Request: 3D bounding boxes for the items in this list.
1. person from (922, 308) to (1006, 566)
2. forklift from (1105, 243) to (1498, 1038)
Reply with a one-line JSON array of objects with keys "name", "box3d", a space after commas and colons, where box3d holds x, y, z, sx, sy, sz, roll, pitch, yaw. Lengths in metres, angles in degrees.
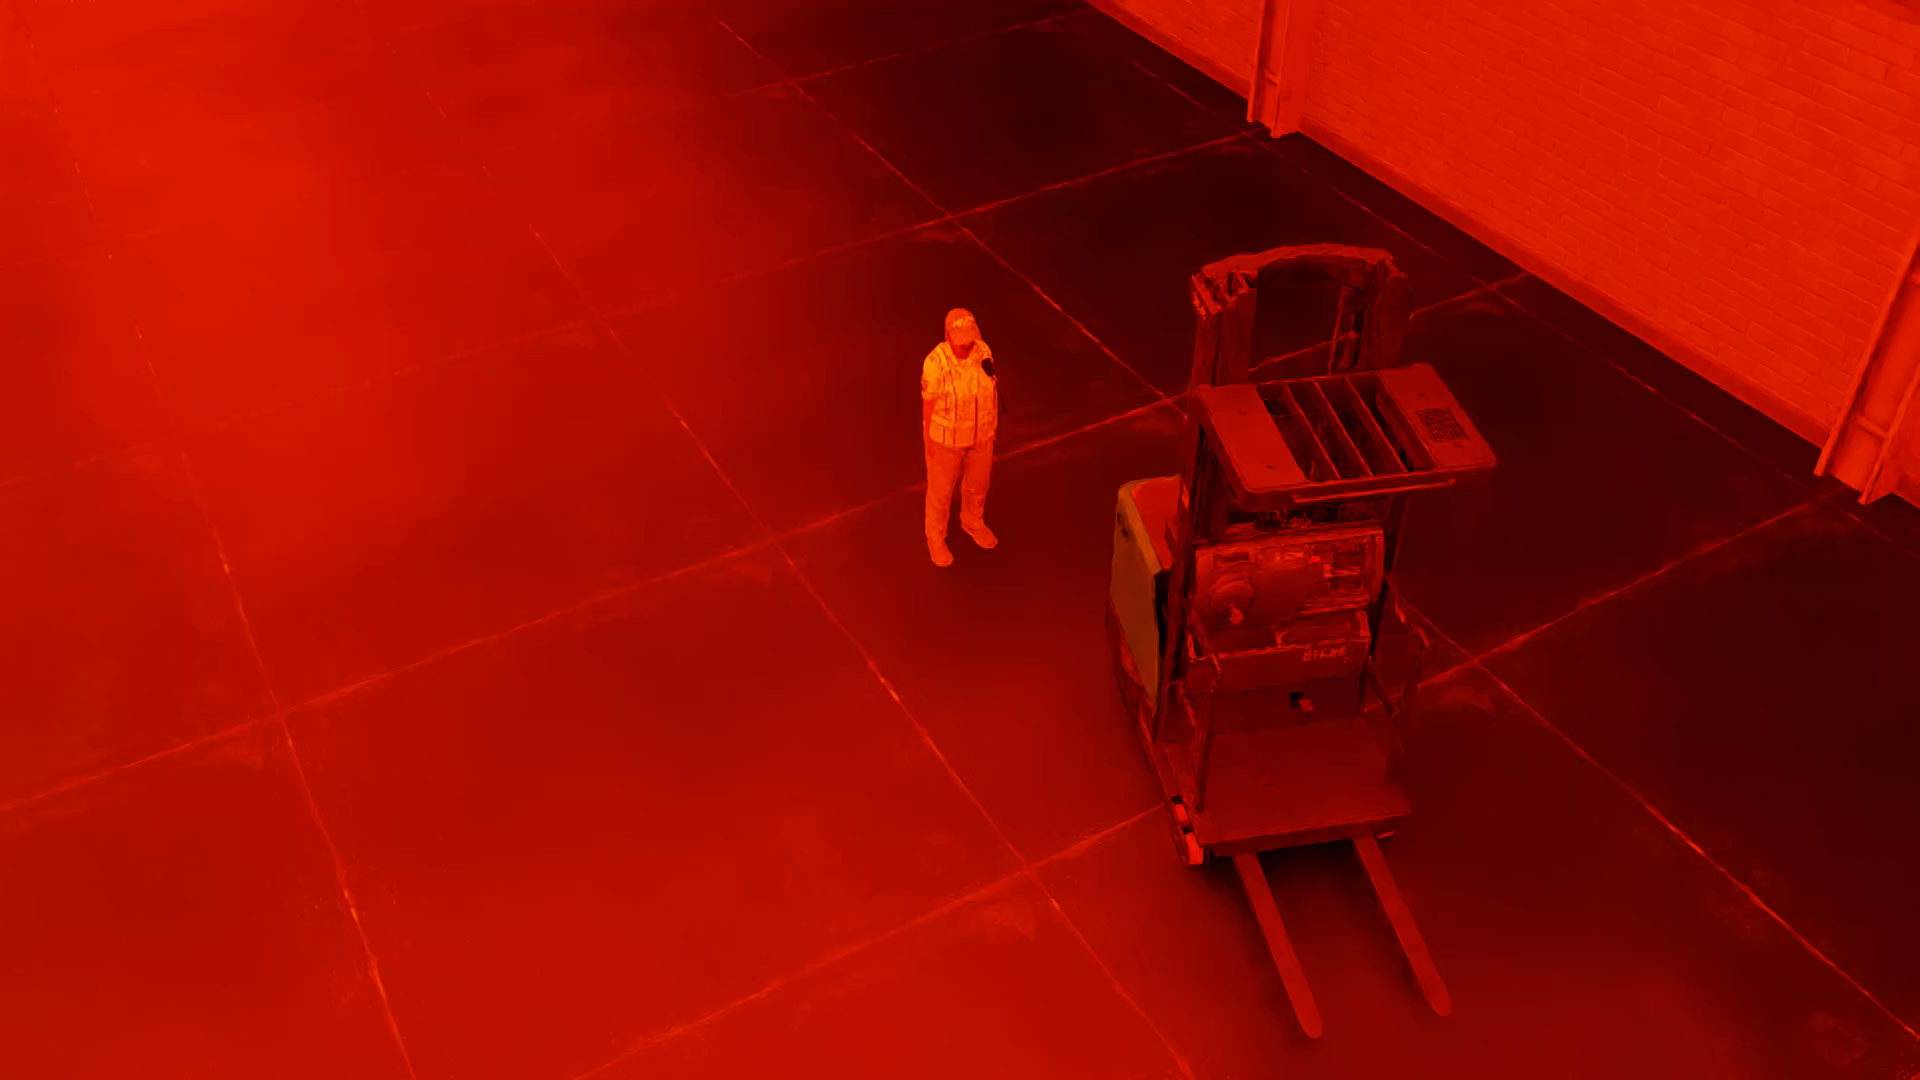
[{"name": "person", "box3d": [0.003, -0.627, 9.788, 0.482, 1.669, 0.390, -20, 44, -23]}, {"name": "forklift", "box3d": [1.605, 0.250, 7.735, 1.130, 2.935, 3.031, -7, 40, -8]}]
